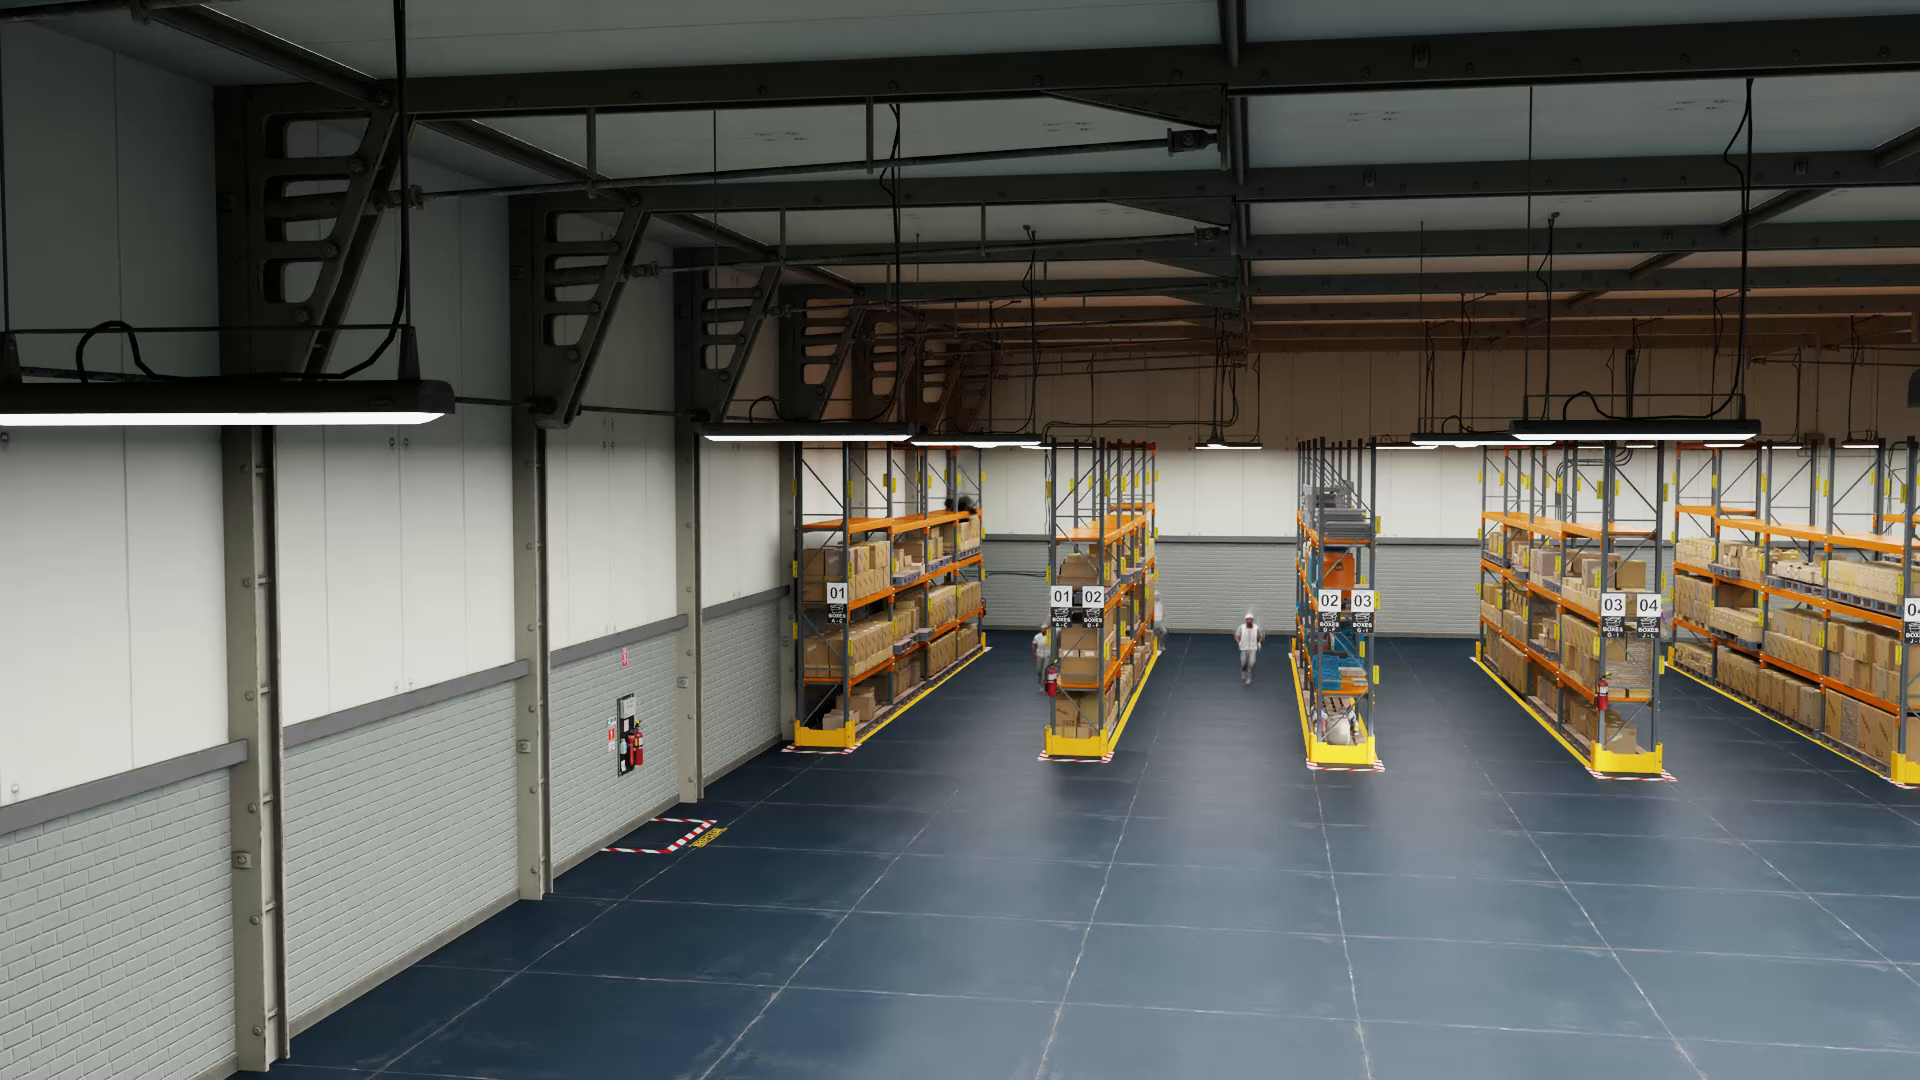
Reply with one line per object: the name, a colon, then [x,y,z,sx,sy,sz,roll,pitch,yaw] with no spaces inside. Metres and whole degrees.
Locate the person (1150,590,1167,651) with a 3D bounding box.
person: [5.643,2.324,47.989,0.701,1.791,0.717,1,3,25]

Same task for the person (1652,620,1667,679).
person: [17.335,2.631,41.693,0.717,1.790,1.043,1,3,12]

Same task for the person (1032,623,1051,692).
person: [2.015,2.797,39.850,0.588,1.658,0.546,0,3,4]

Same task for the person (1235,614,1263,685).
person: [7.119,2.685,40.968,0.669,1.737,0.597,0,3,6]

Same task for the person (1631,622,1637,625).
person: [18.432,2.474,45.509,0.770,1.717,0.736,-1,3,-15]
